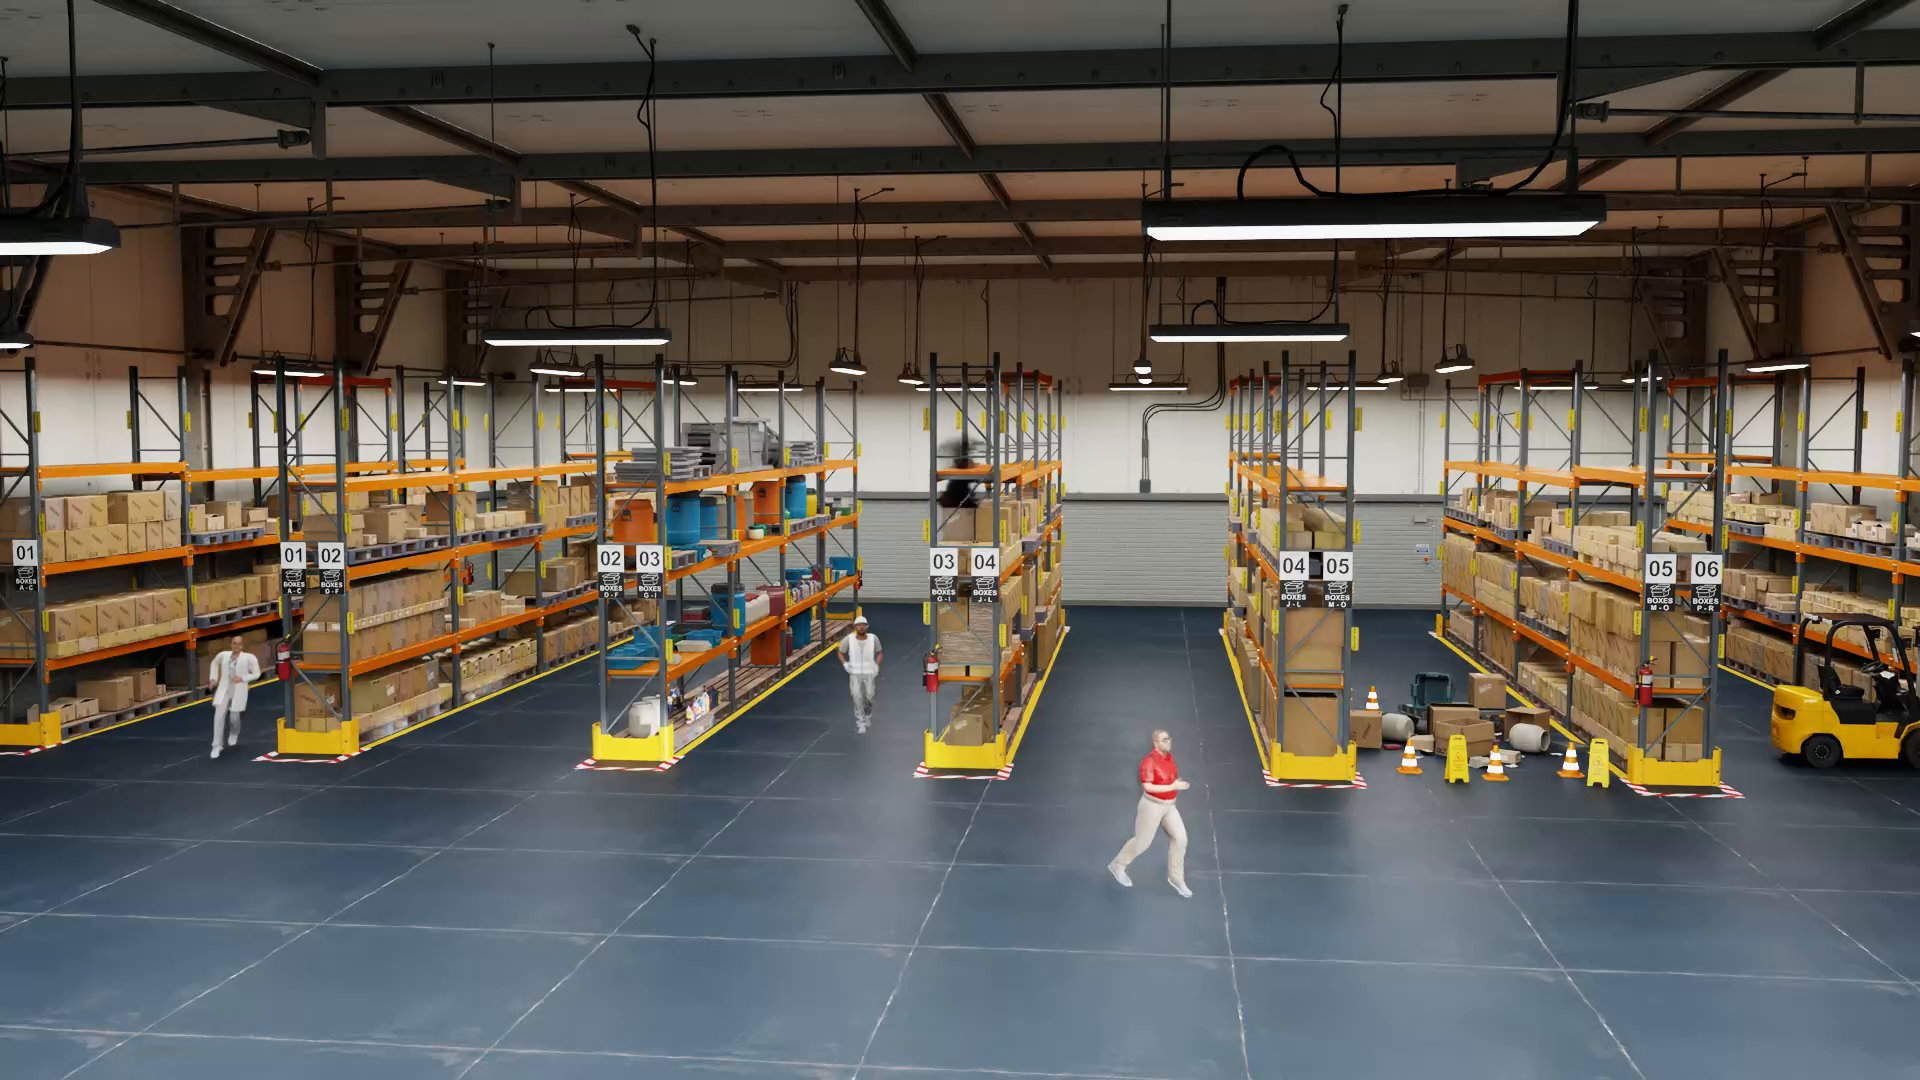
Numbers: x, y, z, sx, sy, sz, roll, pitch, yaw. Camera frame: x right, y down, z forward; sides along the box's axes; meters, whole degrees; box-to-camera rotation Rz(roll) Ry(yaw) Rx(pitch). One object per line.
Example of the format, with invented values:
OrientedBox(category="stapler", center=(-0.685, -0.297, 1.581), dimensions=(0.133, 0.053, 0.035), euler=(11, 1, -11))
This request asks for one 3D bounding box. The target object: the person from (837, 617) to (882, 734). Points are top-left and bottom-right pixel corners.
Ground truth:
OrientedBox(category="person", center=(-1.522, 2.044, 25.386), dimensions=(0.690, 1.767, 0.539), euler=(-1, 4, -8))

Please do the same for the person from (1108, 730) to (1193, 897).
OrientedBox(category="person", center=(2.065, 2.895, 17.744), dimensions=(0.930, 1.784, 0.672), euler=(3, 5, 40))

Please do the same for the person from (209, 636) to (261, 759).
OrientedBox(category="person", center=(-11.001, 2.339, 25.236), dimensions=(0.749, 1.774, 1.037), euler=(-1, 4, -13))
